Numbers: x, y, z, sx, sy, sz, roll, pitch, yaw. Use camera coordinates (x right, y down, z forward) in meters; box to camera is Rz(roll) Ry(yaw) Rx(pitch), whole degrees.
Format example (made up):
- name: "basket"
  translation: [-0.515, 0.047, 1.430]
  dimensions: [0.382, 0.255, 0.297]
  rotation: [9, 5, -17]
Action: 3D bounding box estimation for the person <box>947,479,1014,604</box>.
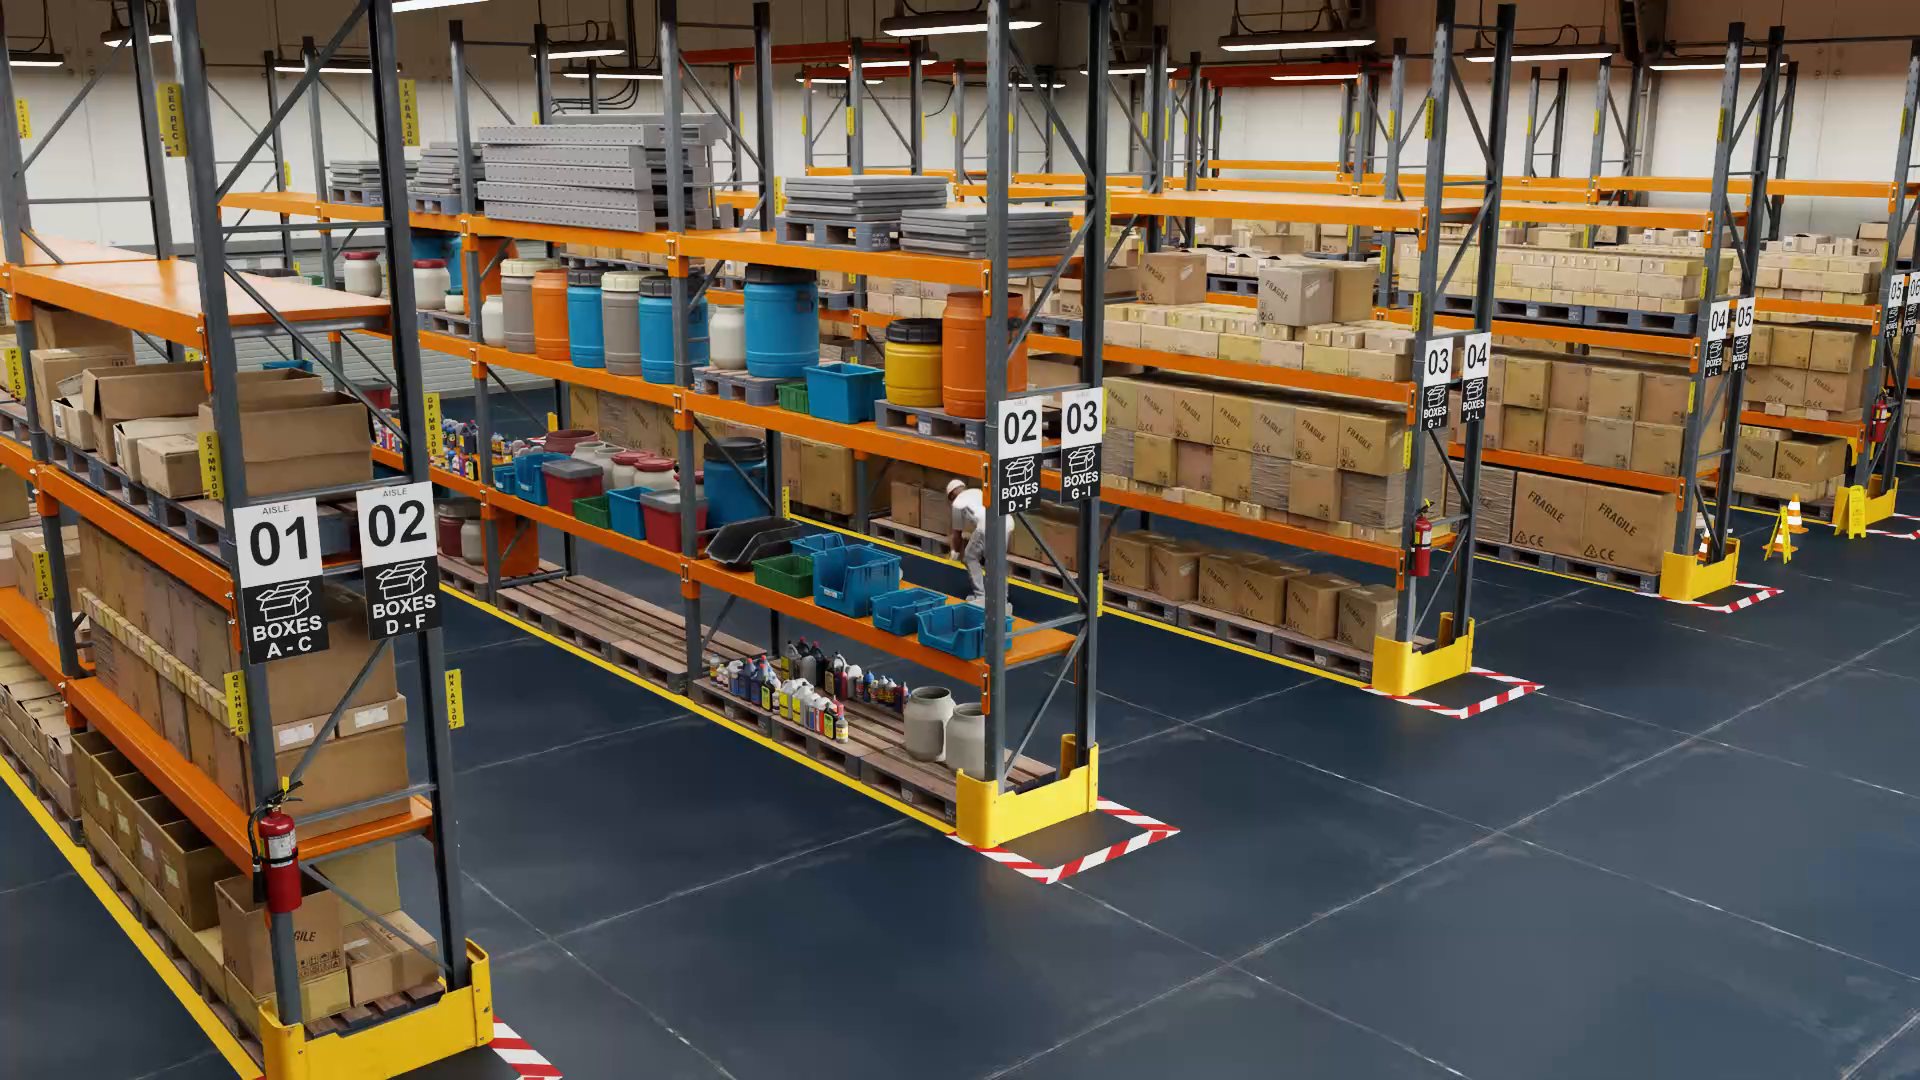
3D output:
- name: "person"
  translation: [0.181, 0.029, 17.912]
  dimensions: [0.513, 1.264, 0.946]
  rotation: [-10, 17, -35]
